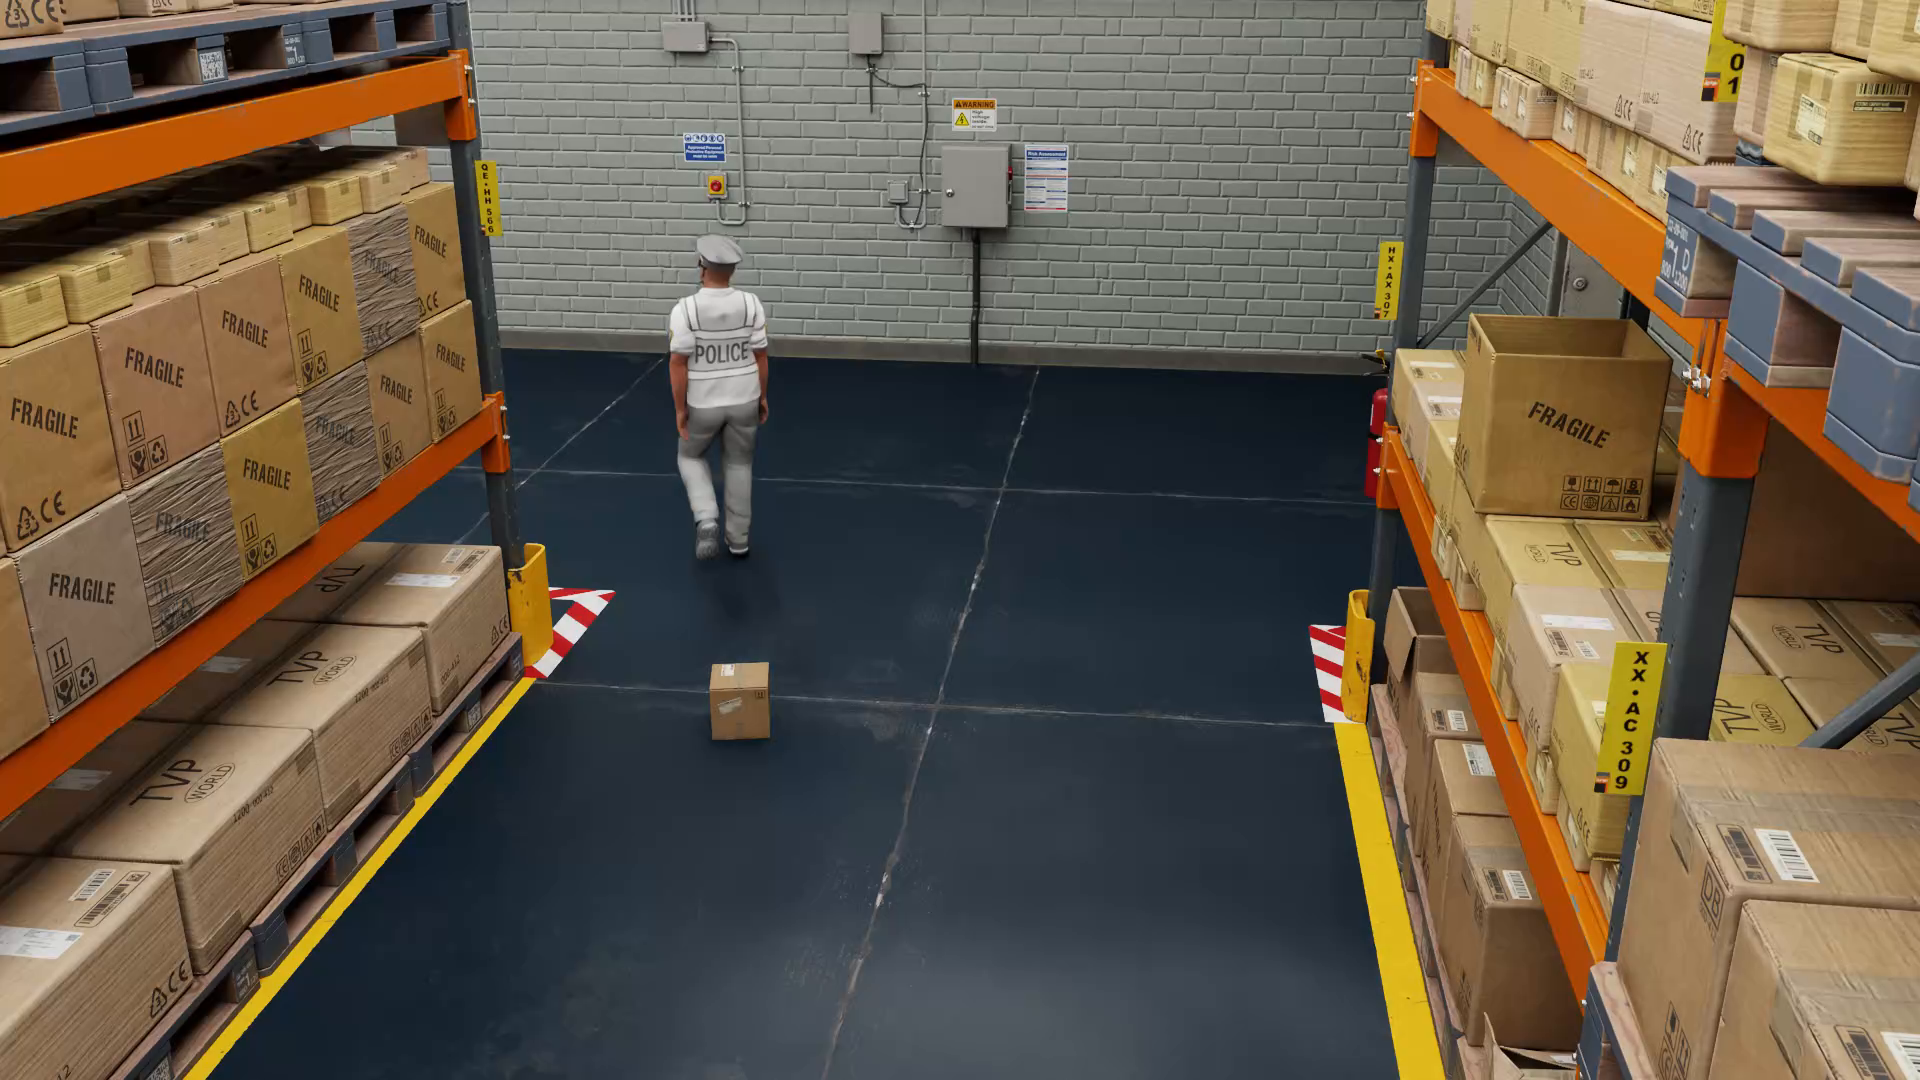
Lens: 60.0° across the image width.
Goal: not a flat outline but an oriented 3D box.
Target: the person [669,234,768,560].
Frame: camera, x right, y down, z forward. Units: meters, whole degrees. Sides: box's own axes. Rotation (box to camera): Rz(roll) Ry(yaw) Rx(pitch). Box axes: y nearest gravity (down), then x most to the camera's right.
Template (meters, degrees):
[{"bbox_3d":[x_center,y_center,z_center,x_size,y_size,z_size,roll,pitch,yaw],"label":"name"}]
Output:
[{"bbox_3d":[-1.297,-0.757,8.973,0.545,1.786,0.484,-7,22,-17],"label":"person"}]
